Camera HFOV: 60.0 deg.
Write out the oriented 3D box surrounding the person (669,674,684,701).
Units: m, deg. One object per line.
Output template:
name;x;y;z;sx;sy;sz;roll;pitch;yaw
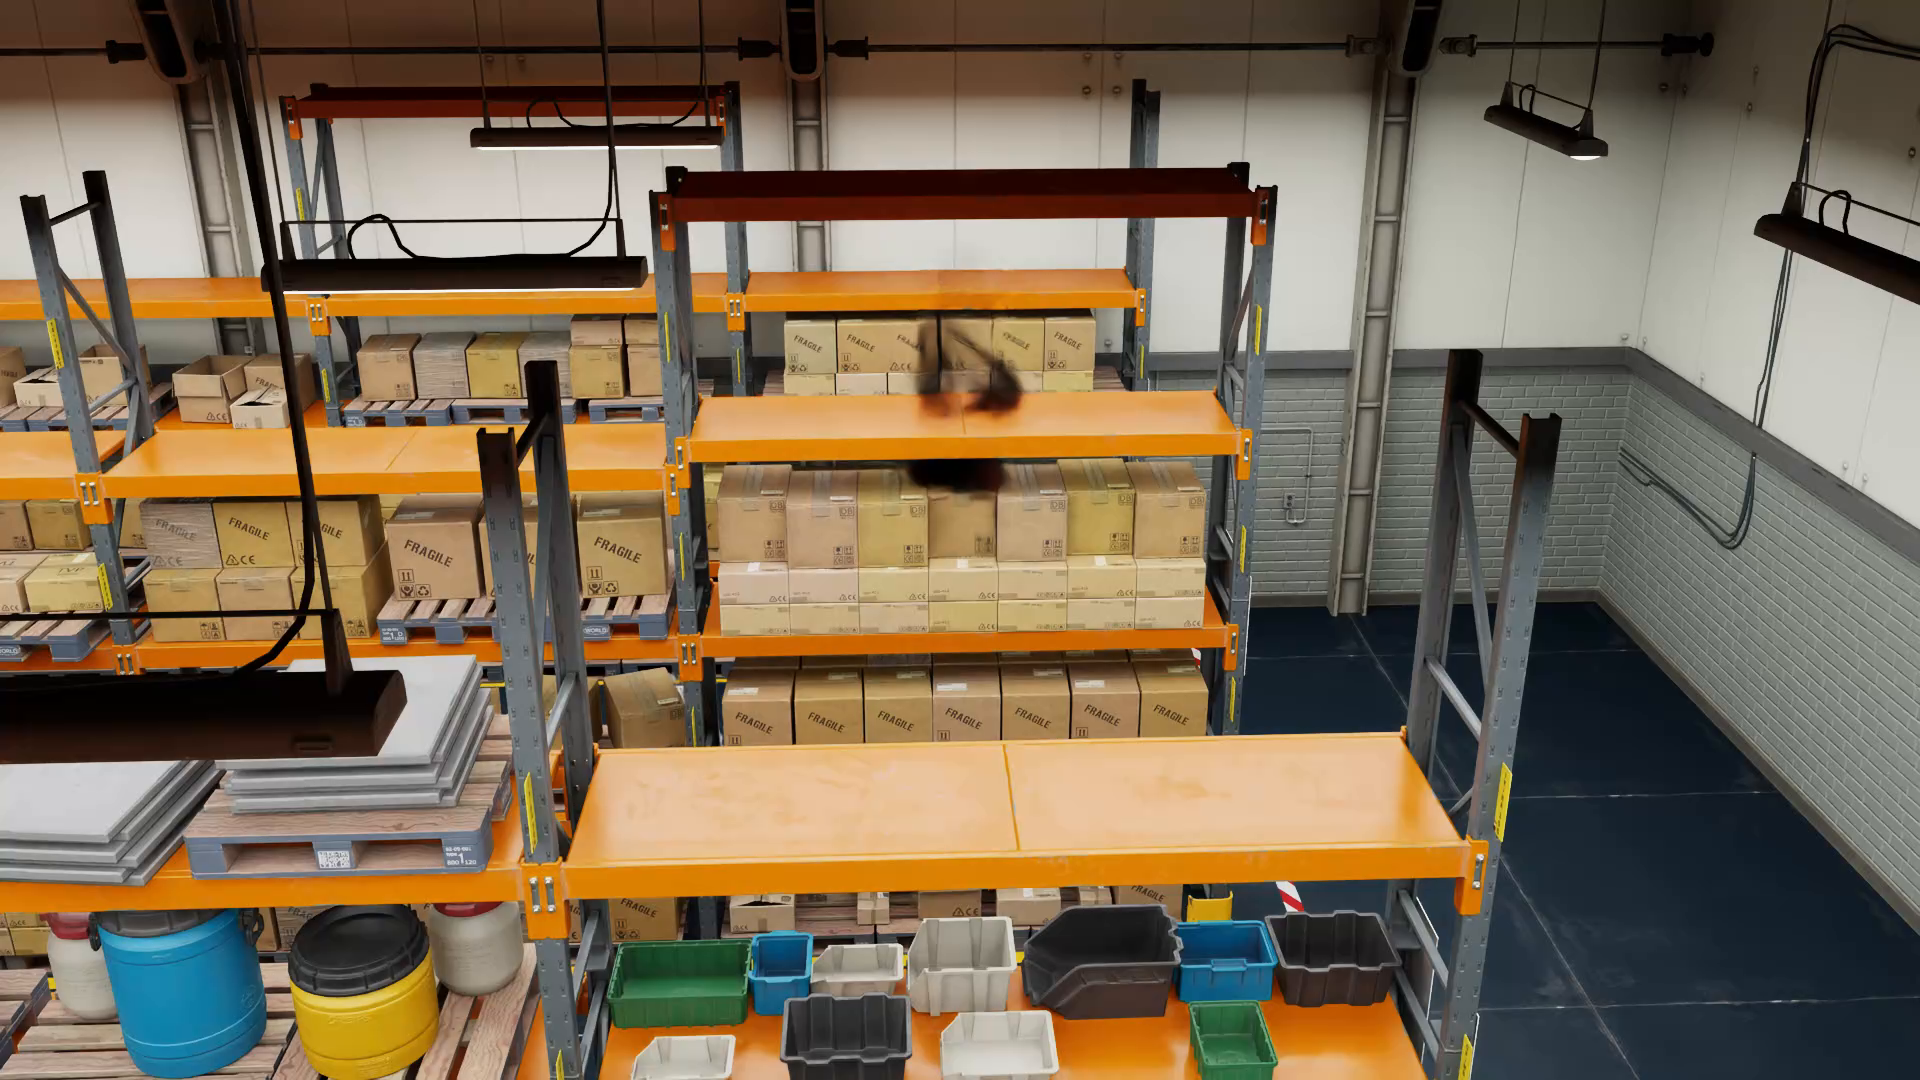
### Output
person;-2.207;1.873;14.489;0.981;1.625;0.656;-2;22;-4
